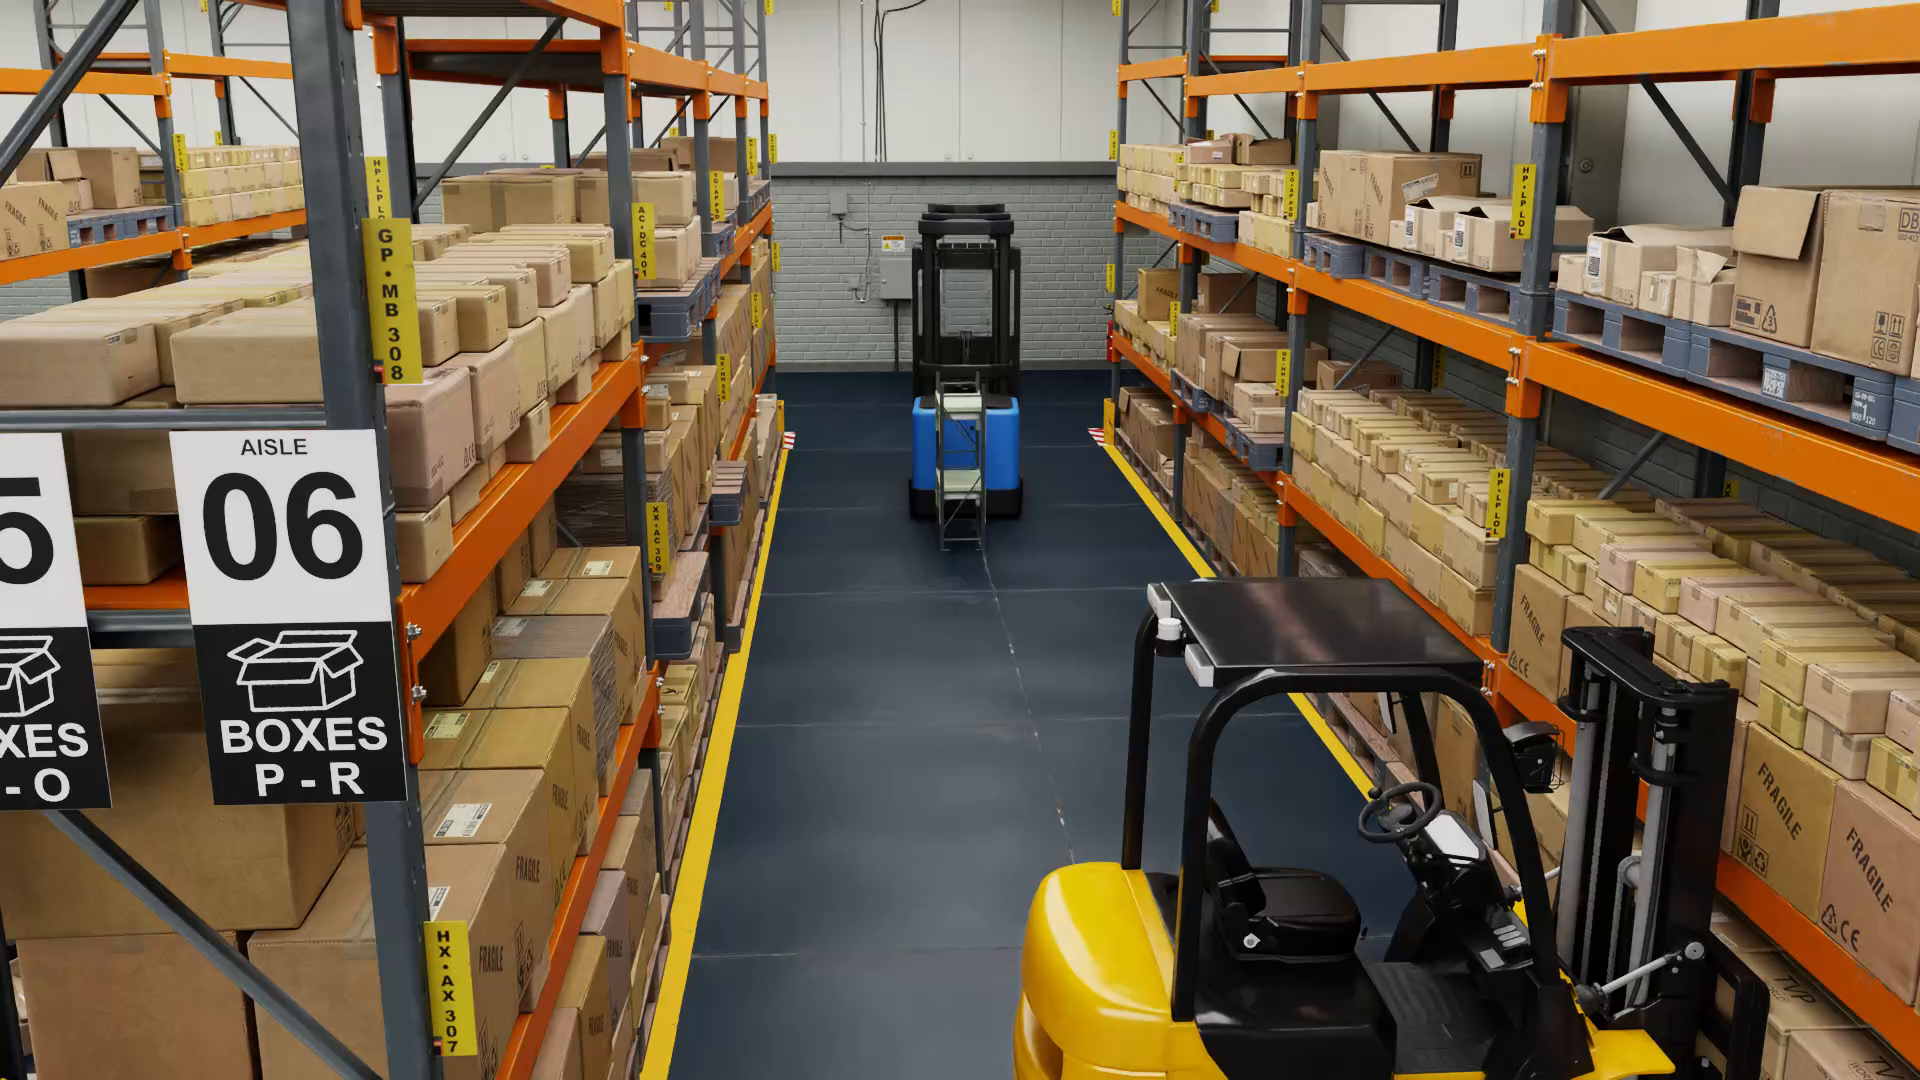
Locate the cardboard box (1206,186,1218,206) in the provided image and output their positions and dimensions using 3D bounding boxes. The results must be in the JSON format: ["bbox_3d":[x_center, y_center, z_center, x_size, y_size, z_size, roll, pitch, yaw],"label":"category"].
[{"bbox_3d":[2.240,-2.832,13.678,0.380,0.149,0.250,-1,14,-2],"label":"cardboard box"}]

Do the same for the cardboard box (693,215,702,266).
[{"bbox_3d":[-1.634,-1.566,8.754,0.500,0.250,0.500,-1,14,-4],"label":"cardboard box"}]

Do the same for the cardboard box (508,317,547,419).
[{"bbox_3d":[-1.508,-0.492,4.826,0.500,0.250,0.500,0,14,-2],"label":"cardboard box"}]

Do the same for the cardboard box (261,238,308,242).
[{"bbox_3d":[-7.313,-3.029,18.200,0.500,0.500,0.500,-1,14,-5],"label":"cardboard box"}]

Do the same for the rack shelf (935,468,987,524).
[{"bbox_3d":[0.000,-0.409,15.138,0.431,0.370,0.720,-1,14,-3],"label":"rack shelf"}]

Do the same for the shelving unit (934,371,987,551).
[{"bbox_3d":[0.000,-0.725,15.057,0.431,1.500,0.755,-1,14,-3],"label":"shelving unit"}]

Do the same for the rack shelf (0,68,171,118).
[{"bbox_3d":[-7.218,-3.334,12.394,1.077,0.370,4.000,-1,14,-3],"label":"rack shelf"}]

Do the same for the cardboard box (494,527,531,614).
[{"bbox_3d":[-2.092,-0.016,6.489,0.700,0.500,0.500,-1,14,-3],"label":"cardboard box"}]

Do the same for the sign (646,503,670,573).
[{"bbox_3d":[-1.371,-0.009,7.529,0.100,0.325,0.005,-1,14,-3],"label":"sign"}]

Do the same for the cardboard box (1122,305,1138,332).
[{"bbox_3d":[2.089,-2.471,18.537,0.500,0.250,0.500,-1,14,-3],"label":"cardboard box"}]

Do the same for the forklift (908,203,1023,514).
[{"bbox_3d":[0.064,-1.976,17.046,1.130,2.935,3.031,0,14,0],"label":"forklift"}]

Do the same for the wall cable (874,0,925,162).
[{"bbox_3d":[0.244,-6.943,24.098,2.988,3.039,0.133,-1,14,-3],"label":"wall cable"}]

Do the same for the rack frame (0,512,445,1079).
[{"bbox_3d":[-1.664,1.415,3.730,1.000,3.000,0.127,-1,14,-3],"label":"rack frame"}]

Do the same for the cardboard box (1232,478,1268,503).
[{"bbox_3d":[2.456,-0.408,13.688,0.380,0.149,0.250,-2,15,-6],"label":"cardboard box"}]

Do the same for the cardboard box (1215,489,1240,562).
[{"bbox_3d":[2.447,-0.130,13.911,0.500,0.500,0.500,-1,14,-5],"label":"cardboard box"}]

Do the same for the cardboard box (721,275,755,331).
[{"bbox_3d":[-2.196,-2.224,15.667,0.500,0.500,0.500,-1,14,-3],"label":"cardboard box"}]

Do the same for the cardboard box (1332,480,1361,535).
[{"bbox_3d":[2.643,-0.212,10.356,0.500,0.250,0.500,-1,14,-5],"label":"cardboard box"}]

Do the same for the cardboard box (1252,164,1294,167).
[{"bbox_3d":[2.744,-3.175,14.415,0.380,0.149,0.250,-1,14,-5],"label":"cardboard box"}]

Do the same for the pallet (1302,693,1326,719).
[{"bbox_3d":[2.806,0.904,11.314,1.003,0.211,1.213,-1,14,-3],"label":"pallet"}]

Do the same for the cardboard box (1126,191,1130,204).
[{"bbox_3d":[2.086,-3.890,18.833,0.380,0.149,0.250,-1,14,-2],"label":"cardboard box"}]

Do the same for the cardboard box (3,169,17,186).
[{"bbox_3d":[-6.931,-2.641,11.737,0.396,0.266,0.258,-1,14,-3],"label":"cardboard box"}]

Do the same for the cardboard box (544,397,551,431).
[{"bbox_3d":[-1.502,-0.390,5.229,0.380,0.149,0.250,-1,14,-5],"label":"cardboard box"}]

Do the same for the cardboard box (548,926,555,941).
[{"bbox_3d":[-1.463,1.192,5.103,0.380,0.149,0.250,-1,14,-2],"label":"cardboard box"}]

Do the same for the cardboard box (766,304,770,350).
[{"bbox_3d":[-2.304,-2.244,17.750,0.500,0.500,0.500,0,14,-2],"label":"cardboard box"}]

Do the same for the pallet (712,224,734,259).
[{"bbox_3d":[-2.253,-2.095,11.732,1.213,0.211,1.003,0,14,-1],"label":"pallet"}]

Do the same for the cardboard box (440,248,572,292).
[{"bbox_3d":[-1.527,-0.900,5.612,0.380,0.149,0.250,-1,14,-3],"label":"cardboard box"}]

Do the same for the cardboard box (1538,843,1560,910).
[{"bbox_3d":[2.797,1.479,7.153,0.500,0.250,0.500,-1,14,-4],"label":"cardboard box"}]

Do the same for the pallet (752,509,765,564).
[{"bbox_3d":[-2.285,-0.028,14.936,1.003,0.211,1.213,-1,14,-3],"label":"pallet"}]

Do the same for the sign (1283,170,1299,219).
[{"bbox_3d":[2.252,-2.347,11.296,0.100,0.325,0.005,-1,14,-3],"label":"sign"}]

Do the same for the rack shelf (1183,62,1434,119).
[{"bbox_3d":[2.670,-3.513,13.090,1.077,0.370,4.000,-1,14,-3],"label":"rack shelf"}]

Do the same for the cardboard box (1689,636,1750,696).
[{"bbox_3d":[2.875,0.448,5.985,0.380,0.149,0.250,-1,14,-5],"label":"cardboard box"}]

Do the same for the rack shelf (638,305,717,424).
[{"bbox_3d":[-2.036,-1.181,9.246,1.077,0.370,4.000,-1,14,-3],"label":"rack shelf"}]

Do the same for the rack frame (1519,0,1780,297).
[{"bbox_3d":[3.042,-2.563,7.151,1.000,3.000,0.127,-1,14,-3],"label":"rack frame"}]

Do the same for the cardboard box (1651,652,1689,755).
[{"bbox_3d":[2.890,0.664,6.449,0.500,0.500,0.500,-1,14,-4],"label":"cardboard box"}]

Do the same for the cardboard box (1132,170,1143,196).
[{"bbox_3d":[2.124,-3.798,17.674,0.500,0.250,0.500,-1,14,-5],"label":"cardboard box"}]

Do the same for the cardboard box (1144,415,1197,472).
[{"bbox_3d":[2.320,-1.010,17.328,0.700,0.500,0.500,-1,14,-6],"label":"cardboard box"}]

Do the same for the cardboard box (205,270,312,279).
[{"bbox_3d":[-1.954,-0.700,4.835,0.380,0.149,0.250,-1,14,-5],"label":"cardboard box"}]

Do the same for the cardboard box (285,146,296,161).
[{"bbox_3d":[-7.337,-4.137,17.788,0.380,0.149,0.250,-1,14,-3],"label":"cardboard box"}]

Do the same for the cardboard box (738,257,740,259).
[{"bbox_3d":[-2.258,-2.625,15.924,0.380,0.149,0.250,-1,14,-4],"label":"cardboard box"}]

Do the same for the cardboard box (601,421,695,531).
[{"bbox_3d":[-1.704,-0.344,8.928,0.500,0.500,0.500,-1,14,-4],"label":"cardboard box"}]

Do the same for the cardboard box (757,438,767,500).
[{"bbox_3d":[-2.340,-0.690,16.210,0.875,0.438,0.875,-1,14,-4],"label":"cardboard box"}]

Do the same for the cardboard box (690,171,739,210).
[{"bbox_3d":[-2.144,-2.966,14.075,0.500,0.311,0.500,-1,14,-3],"label":"cardboard box"}]

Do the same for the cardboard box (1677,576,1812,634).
[{"bbox_3d":[2.924,0.239,6.201,0.380,0.149,0.250,-1,14,-4],"label":"cardboard box"}]

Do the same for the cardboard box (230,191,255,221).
[{"bbox_3d":[-7.160,-3.221,16.031,0.500,0.250,0.500,0,14,-1],"label":"cardboard box"}]

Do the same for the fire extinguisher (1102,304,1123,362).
[{"bbox_3d":[1.828,-2.453,19.668,0.296,0.674,0.183,-1,14,-3],"label":"fire extinguisher"}]

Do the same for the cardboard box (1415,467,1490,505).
[{"bbox_3d":[2.654,-0.290,8.856,0.380,0.149,0.250,-1,14,-5],"label":"cardboard box"}]

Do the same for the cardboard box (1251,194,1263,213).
[{"bbox_3d":[2.478,-2.630,12.933,0.380,0.149,0.250,0,14,-2],"label":"cardboard box"}]

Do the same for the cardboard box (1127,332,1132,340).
[{"bbox_3d":[2.107,-2.371,18.951,0.380,0.149,0.250,-1,14,-2],"label":"cardboard box"}]

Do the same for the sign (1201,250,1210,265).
[{"bbox_3d":[2.853,-3.359,19.328,0.100,0.325,0.005,-1,14,-3],"label":"sign"}]

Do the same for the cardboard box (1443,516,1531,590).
[{"bbox_3d":[2.756,0.055,8.314,0.500,0.250,0.500,-1,14,-5],"label":"cardboard box"}]

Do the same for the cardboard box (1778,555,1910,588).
[{"bbox_3d":[3.441,0.166,6.487,0.380,0.149,0.250,-1,14,-4],"label":"cardboard box"}]

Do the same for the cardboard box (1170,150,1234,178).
[{"bbox_3d":[2.275,-3.535,15.650,0.500,0.250,0.500,-1,14,-3],"label":"cardboard box"}]

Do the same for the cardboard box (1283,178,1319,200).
[{"bbox_3d":[2.477,-2.450,11.637,0.380,0.149,0.250,0,14,-2],"label":"cardboard box"}]

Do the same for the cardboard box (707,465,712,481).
[{"bbox_3d":[-1.748,-0.388,10.400,0.380,0.149,0.250,-2,15,-6],"label":"cardboard box"}]

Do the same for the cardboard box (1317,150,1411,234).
[{"bbox_3d":[2.596,-2.221,10.599,0.500,0.500,0.500,-1,14,-3],"label":"cardboard box"}]

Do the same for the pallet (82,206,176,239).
[{"bbox_3d":[-7.410,-2.674,13.981,1.213,0.211,1.003,-1,14,-3],"label":"pallet"}]

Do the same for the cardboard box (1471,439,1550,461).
[{"bbox_3d":[3.186,-0.490,9.634,0.380,0.149,0.250,-1,14,-3],"label":"cardboard box"}]

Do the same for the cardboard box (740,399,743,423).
[{"bbox_3d":[-2.086,-1.137,13.949,0.500,0.250,0.500,-1,14,-5],"label":"cardboard box"}]

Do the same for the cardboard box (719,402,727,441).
[{"bbox_3d":[-1.945,-0.874,11.924,0.500,0.250,0.500,-1,14,-4],"label":"cardboard box"}]
